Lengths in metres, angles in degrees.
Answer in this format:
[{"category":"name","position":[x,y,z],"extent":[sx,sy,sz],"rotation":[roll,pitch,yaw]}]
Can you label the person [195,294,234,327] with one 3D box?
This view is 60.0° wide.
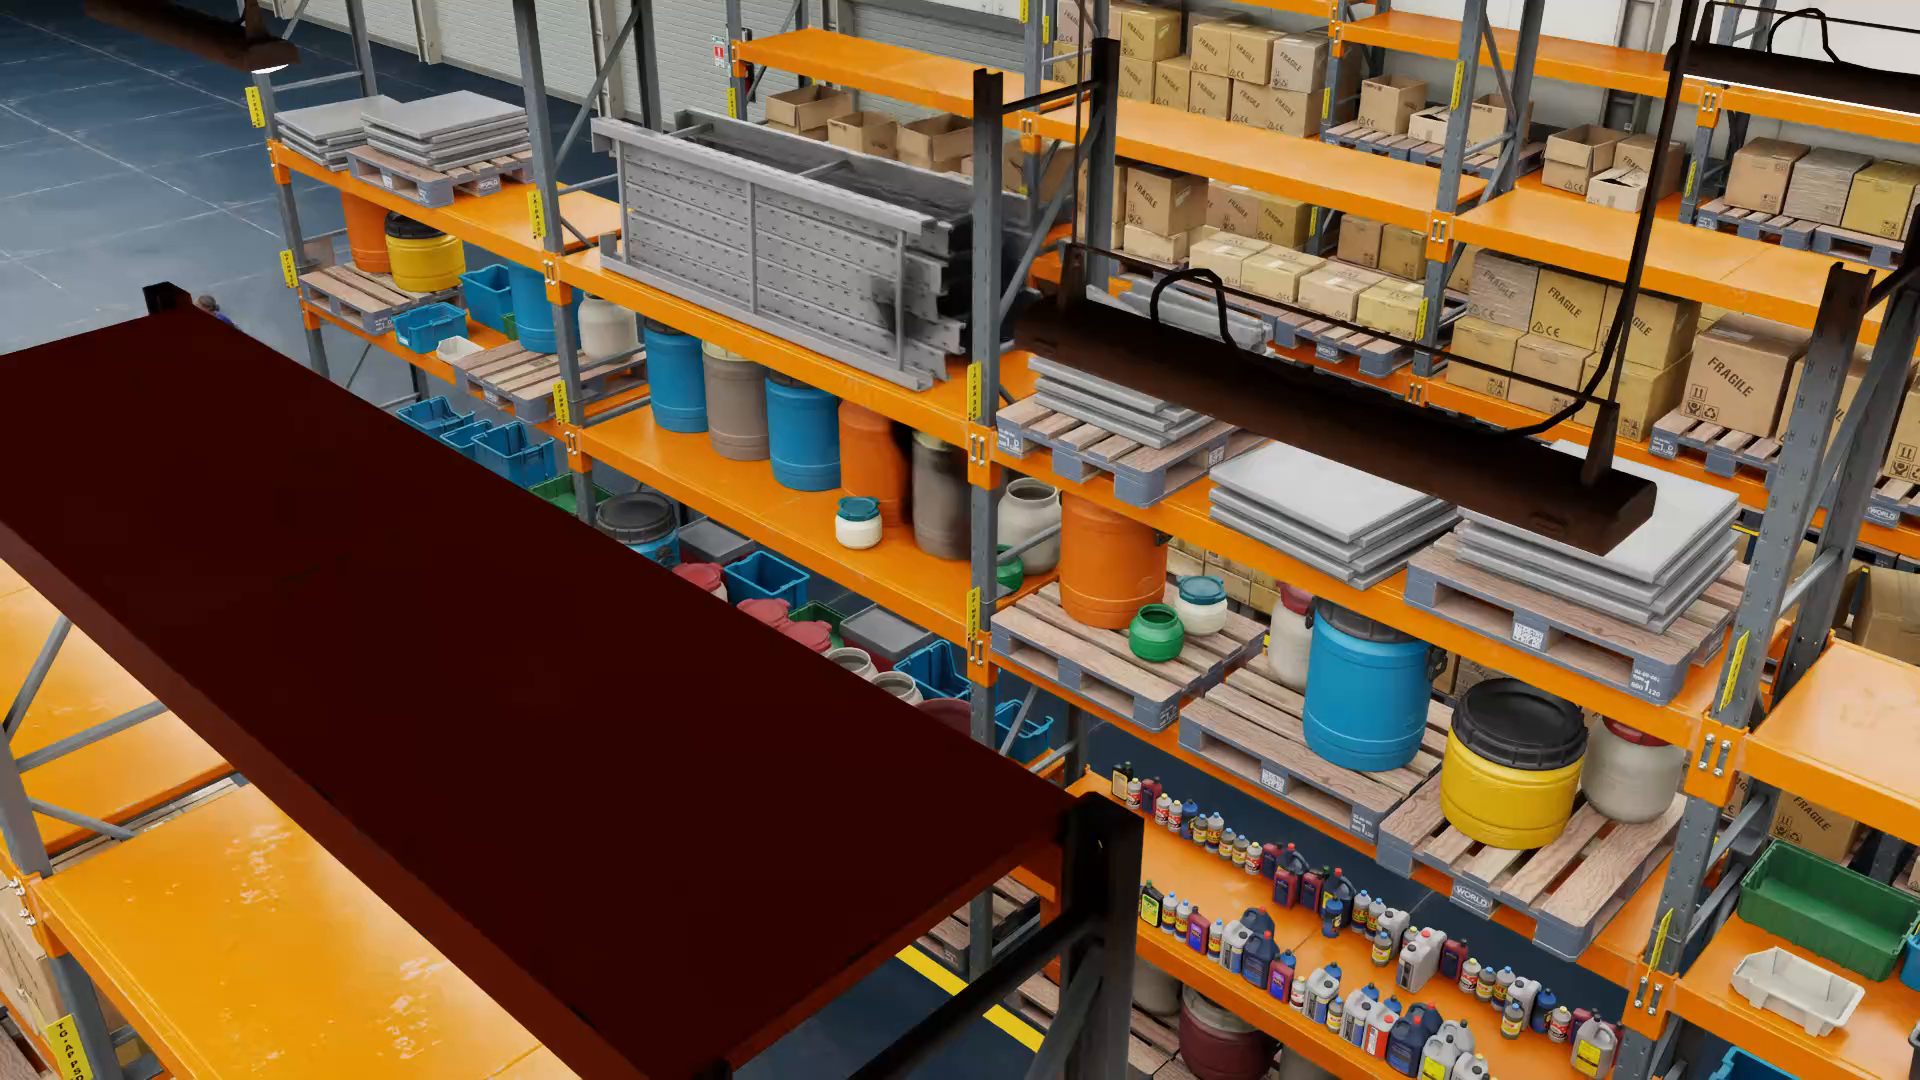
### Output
[{"category":"person","position":[-7.963,-1.785,17.841],"extent":[0.688,1.611,0.553],"rotation":[-14,32,-23]}]
